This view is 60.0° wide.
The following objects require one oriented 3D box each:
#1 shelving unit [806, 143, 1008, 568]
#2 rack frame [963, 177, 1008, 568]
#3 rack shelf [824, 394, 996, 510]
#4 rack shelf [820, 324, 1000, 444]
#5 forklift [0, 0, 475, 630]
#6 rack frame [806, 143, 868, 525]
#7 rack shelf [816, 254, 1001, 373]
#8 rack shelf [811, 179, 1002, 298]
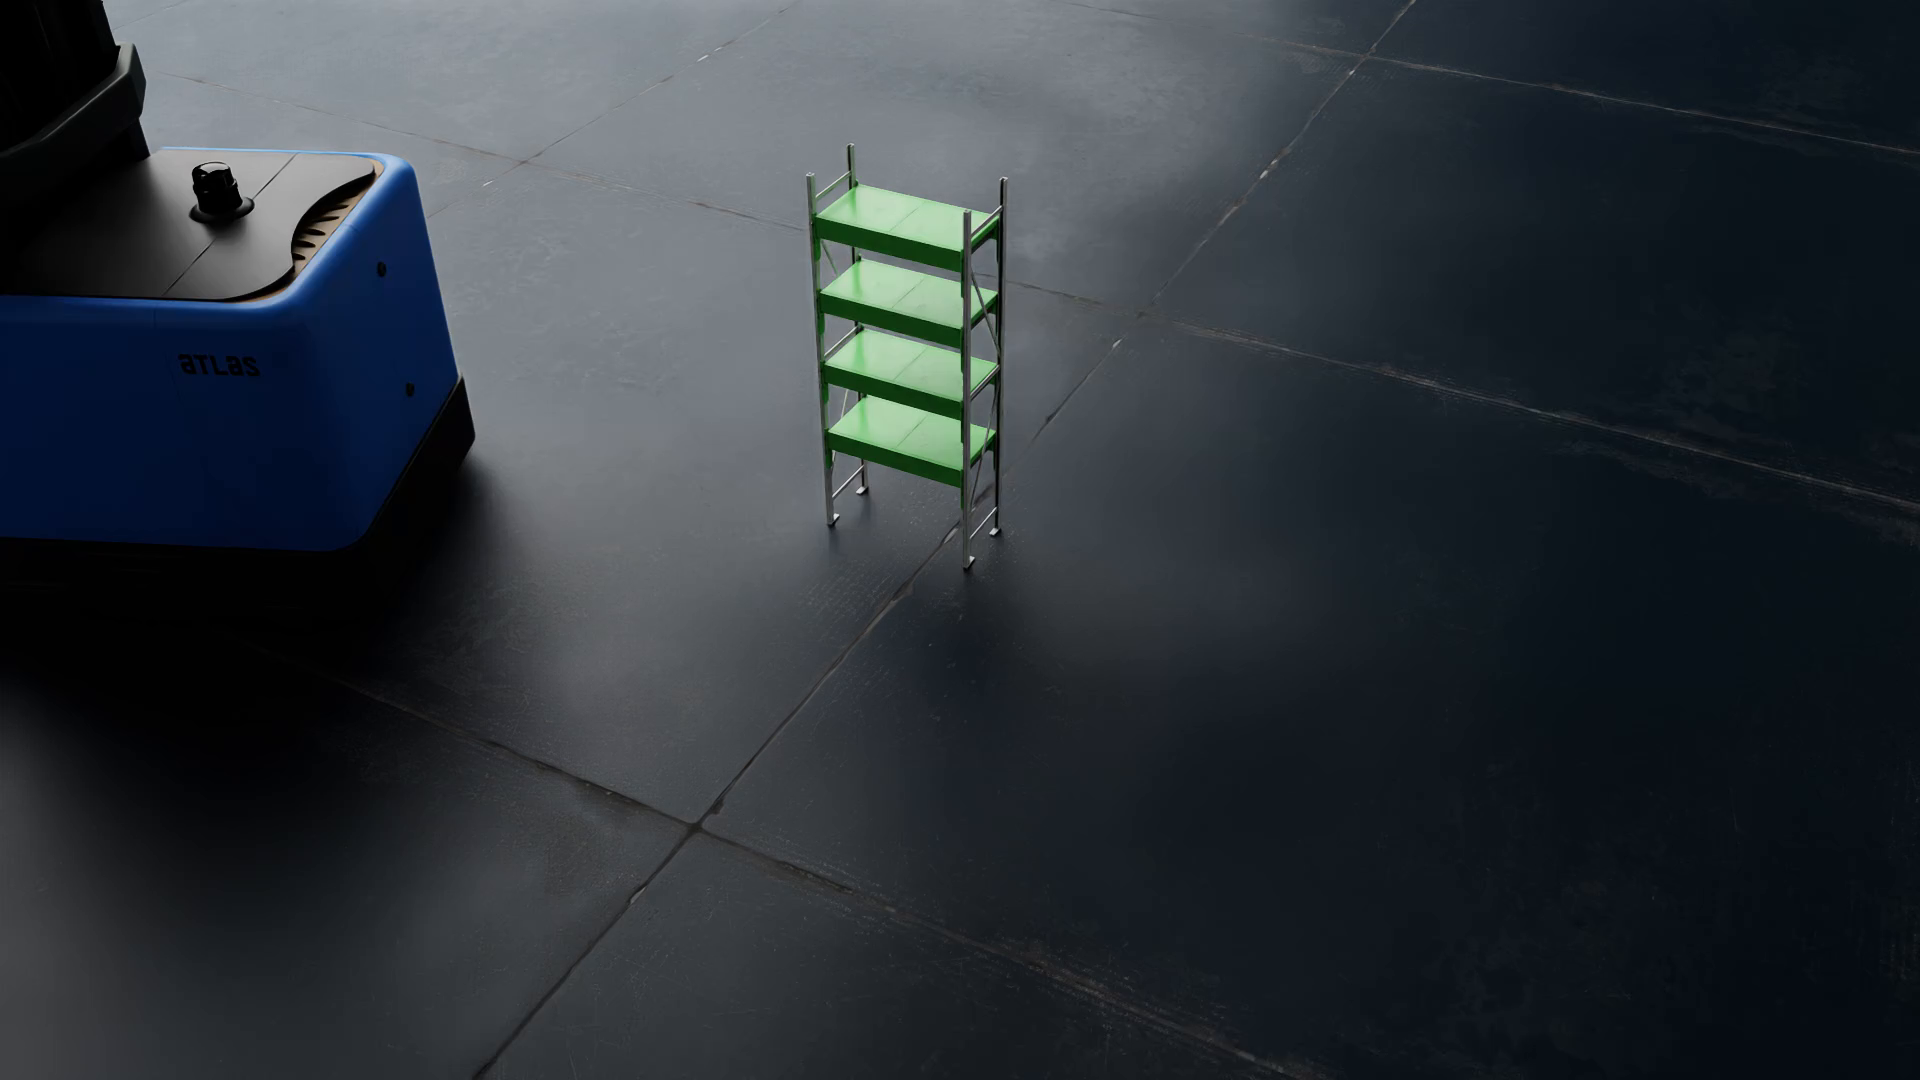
[{"bbox_3d":[-0.147,-0.524,4.948,0.503,1.200,0.258,17,41,21],"label":"shelving unit"},{"bbox_3d":[0.070,-0.456,4.858,0.015,1.200,0.240,17,41,21],"label":"rack frame"},{"bbox_3d":[-0.147,-0.282,5.132,0.480,0.148,0.258,17,41,21],"label":"rack shelf"},{"bbox_3d":[-0.147,-0.473,4.987,0.480,0.148,0.258,17,41,21],"label":"rack shelf"},{"bbox_3d":[-3.169,-1.257,4.482,3.031,2.935,1.130,3,37,3],"label":"forklift"},{"bbox_3d":[-0.364,-0.592,5.037,0.015,1.200,0.240,17,41,21],"label":"rack frame"},{"bbox_3d":[-0.147,-0.664,4.841,0.480,0.148,0.258,17,41,21],"label":"rack shelf"},{"bbox_3d":[-0.147,-0.855,4.696,0.480,0.148,0.258,17,41,21],"label":"rack shelf"}]
